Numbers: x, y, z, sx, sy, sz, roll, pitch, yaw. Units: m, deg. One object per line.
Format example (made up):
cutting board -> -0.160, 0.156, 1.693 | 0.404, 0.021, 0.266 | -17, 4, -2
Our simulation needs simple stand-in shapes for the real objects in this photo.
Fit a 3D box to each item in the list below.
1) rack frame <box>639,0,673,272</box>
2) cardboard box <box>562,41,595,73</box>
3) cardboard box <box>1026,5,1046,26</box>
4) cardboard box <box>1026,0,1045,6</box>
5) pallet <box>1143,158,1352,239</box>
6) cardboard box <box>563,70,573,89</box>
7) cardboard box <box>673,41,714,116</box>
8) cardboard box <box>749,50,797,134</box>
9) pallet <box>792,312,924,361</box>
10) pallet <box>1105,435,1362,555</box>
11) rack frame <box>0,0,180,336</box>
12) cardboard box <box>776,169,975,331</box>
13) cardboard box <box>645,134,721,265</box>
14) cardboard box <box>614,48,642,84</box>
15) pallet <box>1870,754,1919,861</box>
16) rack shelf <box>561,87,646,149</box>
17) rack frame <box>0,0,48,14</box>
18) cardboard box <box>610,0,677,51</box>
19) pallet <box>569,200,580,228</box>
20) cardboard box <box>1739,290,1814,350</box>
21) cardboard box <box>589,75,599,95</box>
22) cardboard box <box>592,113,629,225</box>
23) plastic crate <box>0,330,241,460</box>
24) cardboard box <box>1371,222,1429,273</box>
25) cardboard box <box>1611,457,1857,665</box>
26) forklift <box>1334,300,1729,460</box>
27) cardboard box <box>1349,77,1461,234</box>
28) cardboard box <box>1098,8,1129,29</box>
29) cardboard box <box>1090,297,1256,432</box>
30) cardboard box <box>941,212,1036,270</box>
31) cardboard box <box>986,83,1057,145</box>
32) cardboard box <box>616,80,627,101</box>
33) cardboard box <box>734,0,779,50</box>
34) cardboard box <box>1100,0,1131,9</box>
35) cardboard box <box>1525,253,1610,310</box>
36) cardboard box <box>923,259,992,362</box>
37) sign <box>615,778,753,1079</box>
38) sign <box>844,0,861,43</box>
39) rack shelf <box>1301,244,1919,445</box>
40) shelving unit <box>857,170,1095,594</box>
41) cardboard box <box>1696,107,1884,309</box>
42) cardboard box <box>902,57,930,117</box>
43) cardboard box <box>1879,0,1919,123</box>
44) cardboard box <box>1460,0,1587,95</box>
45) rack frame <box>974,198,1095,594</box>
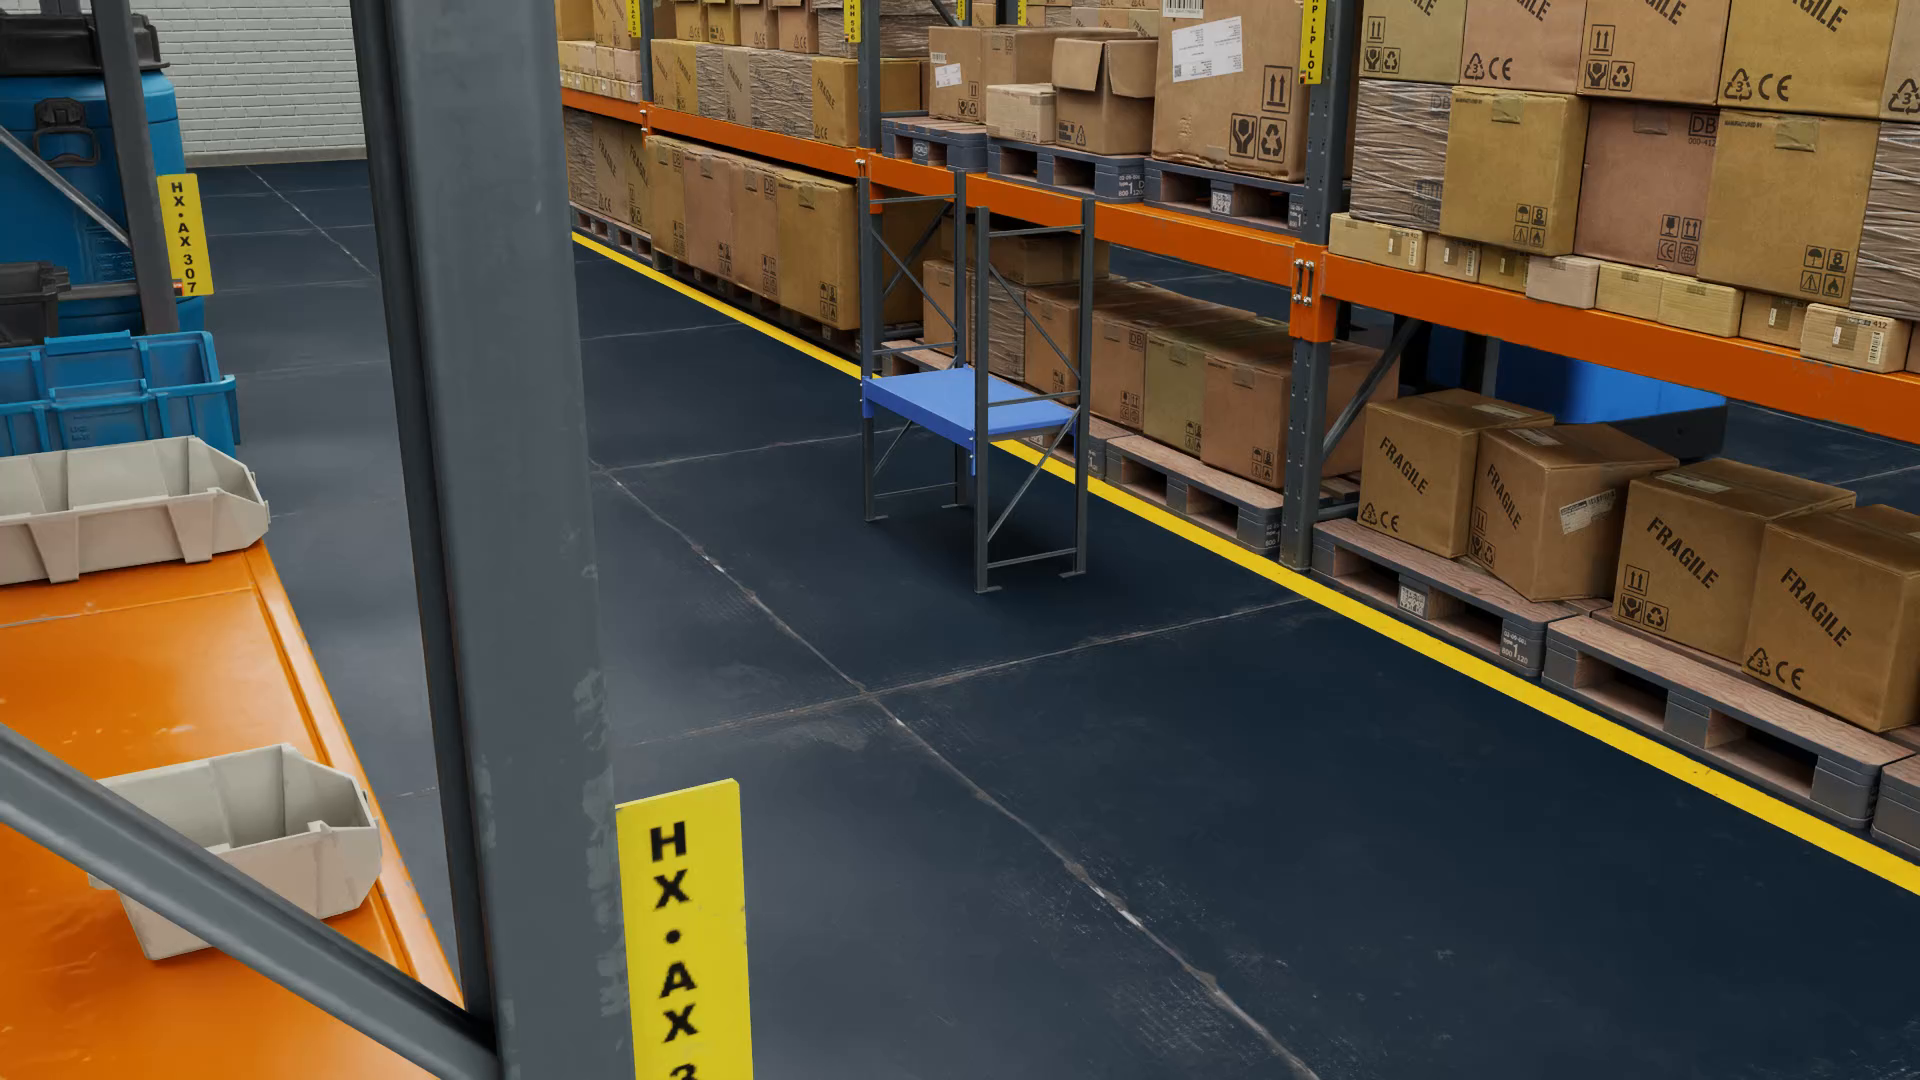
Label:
rack frame -> -2.022, -3.673, 13.176 | 1.000, 3.000, 0.127 | -10, 21, -27
cardboard box -> -3.190, -4.269, 14.678 | 0.500, 0.250, 0.500 | -10, 22, -28
cardboard box -> 0.960, -5.284, 17.237 | 0.500, 0.500, 0.500 | -10, 21, -26
cardboard box -> 0.944, -5.754, 17.066 | 0.500, 0.500, 0.500 | -11, 22, -28
pallet -> 1.542, -1.527, 7.253 | 1.003, 0.211, 1.213 | -10, 21, -27
cardboard box -> -3.311, -4.108, 14.822 | 0.380, 0.149, 0.250 | -11, 22, -28
cardboard box -> -1.784, -3.405, 12.247 | 0.500, 0.500, 0.500 | -10, 21, -27
cardboard box -> -1.056, -2.967, 10.979 | 0.500, 0.500, 0.500 | -11, 22, -28
pallet -> -0.430, -1.444, 10.993 | 1.003, 0.211, 1.213 | -10, 21, -27
pallet -> 1.406, -0.281, 7.622 | 1.003, 0.211, 1.213 | -10, 21, -27
rack frame -> -2.582, -0.609, 4.297 | 1.000, 3.000, 0.127 | -10, 21, -27
cardboard box -> -0.432, -1.920, 10.710 | 1.225, 0.875, 0.875 | -11, 22, -29
cardboard box -> -1.700, -2.686, 12.931 | 1.225, 0.875, 0.875 | -10, 21, -26
cardboard box -> -2.462, -3.828, 13.401 | 0.500, 0.250, 0.500 | -10, 22, -28
pallet -> 3.286, 0.830, 4.403 | 1.003, 0.211, 1.213 | -10, 21, -27
rack shelf -> -2.971, -3.907, 14.957 | 1.077, 0.370, 4.000 | -10, 21, -27
rack frame -> -8.280, -4.054, 14.280 | 1.000, 3.000, 0.127 | -10, 21, -27
cardboard box -> -2.475, -4.187, 13.292 | 0.500, 0.500, 0.500 | -9, 21, -25
pallet -> -3.473, -3.285, 16.328 | 1.003, 0.211, 1.213 | -10, 21, -27
cardboard box -> 2.497, -0.656, 4.818 | 0.380, 0.149, 0.250 | -10, 21, -27
cardboard box -> -2.944, -3.886, 14.180 | 0.380, 0.149, 0.250 | -10, 21, -26
cardboard box -> -2.692, -3.327, 14.788 | 0.875, 0.875, 0.875 | -10, 21, -27
plastic crate -> -1.817, -0.263, 3.523 | 0.499, 0.251, 0.616 | -10, 21, -27
cardboard box -> 1.722, -1.075, 6.034 | 0.380, 0.149, 0.250 | -10, 21, -27
cardboard box -> 2.574, 0.057, 5.555 | 0.500, 0.500, 0.500 | -12, 22, -31
forklift -> 2.678, -2.128, 8.805 | 1.130, 2.935, 3.031 | -9, 21, -23
cardboard box -> 1.936, -1.425, 6.054 | 0.875, 0.500, 0.500 | -10, 21, -27
cardboard box -> 1.667, -4.844, 15.962 | 0.500, 0.500, 0.500 | -11, 22, -28
cardboard box -> 1.029, -0.882, 8.248 | 0.700, 0.500, 0.500 | -12, 22, -31
cardboard box -> 0.222, -1.717, 9.518 | 0.500, 0.250, 0.500 | -9, 21, -24
cardboard box -> 0.471, -2.135, 8.307 | 0.500, 0.250, 0.500 | -11, 22, -28
cardboard box -> -2.578, -3.665, 13.538 | 0.380, 0.149, 0.250 | -10, 21, -26
cardboard box -> -1.087, -3.637, 11.382 | 0.797, 0.503, 0.637 | -9, 21, -25
cardboard box -> 1.680, -5.313, 15.788 | 0.500, 0.500, 0.500 | -11, 22, -28
cardboard box -> 2.074, -0.859, 5.408 | 0.380, 0.149, 0.250 | -10, 21, -27
cardboard box -> 0.213, -1.361, 9.636 | 0.700, 0.500, 0.500 | -11, 22, -30
sign -> -0.196, 0.325, 1.168 | 0.100, 0.325, 0.005 | -10, 21, -27
sign -> -0.609, -2.985, 9.408 | 0.100, 0.325, 0.005 | -10, 21, -27
rack shelf -> 2.727, -0.462, 4.974 | 1.077, 0.370, 4.000 | -10, 21, -27
shelving unit -> 0.041, -0.684, 6.816 | 0.538, 1.500, 1.048 | -10, 21, -27
cardboard box -> 2.670, -0.998, 4.817 | 0.875, 0.500, 0.500 | -10, 21, -27
cardboard box -> -0.114, -2.753, 10.358 | 0.500, 0.500, 0.500 | -9, 21, -25
cardboard box -> 2.720, -1.294, 4.142 | 0.500, 0.500, 0.500 | -10, 21, -27
cardboard box -> 2.006, -1.725, 5.389 | 0.500, 0.500, 0.500 | -10, 21, -27
rack frame -> 0.282, -0.539, 6.393 | 0.500, 1.500, 0.032 | -10, 21, -27
